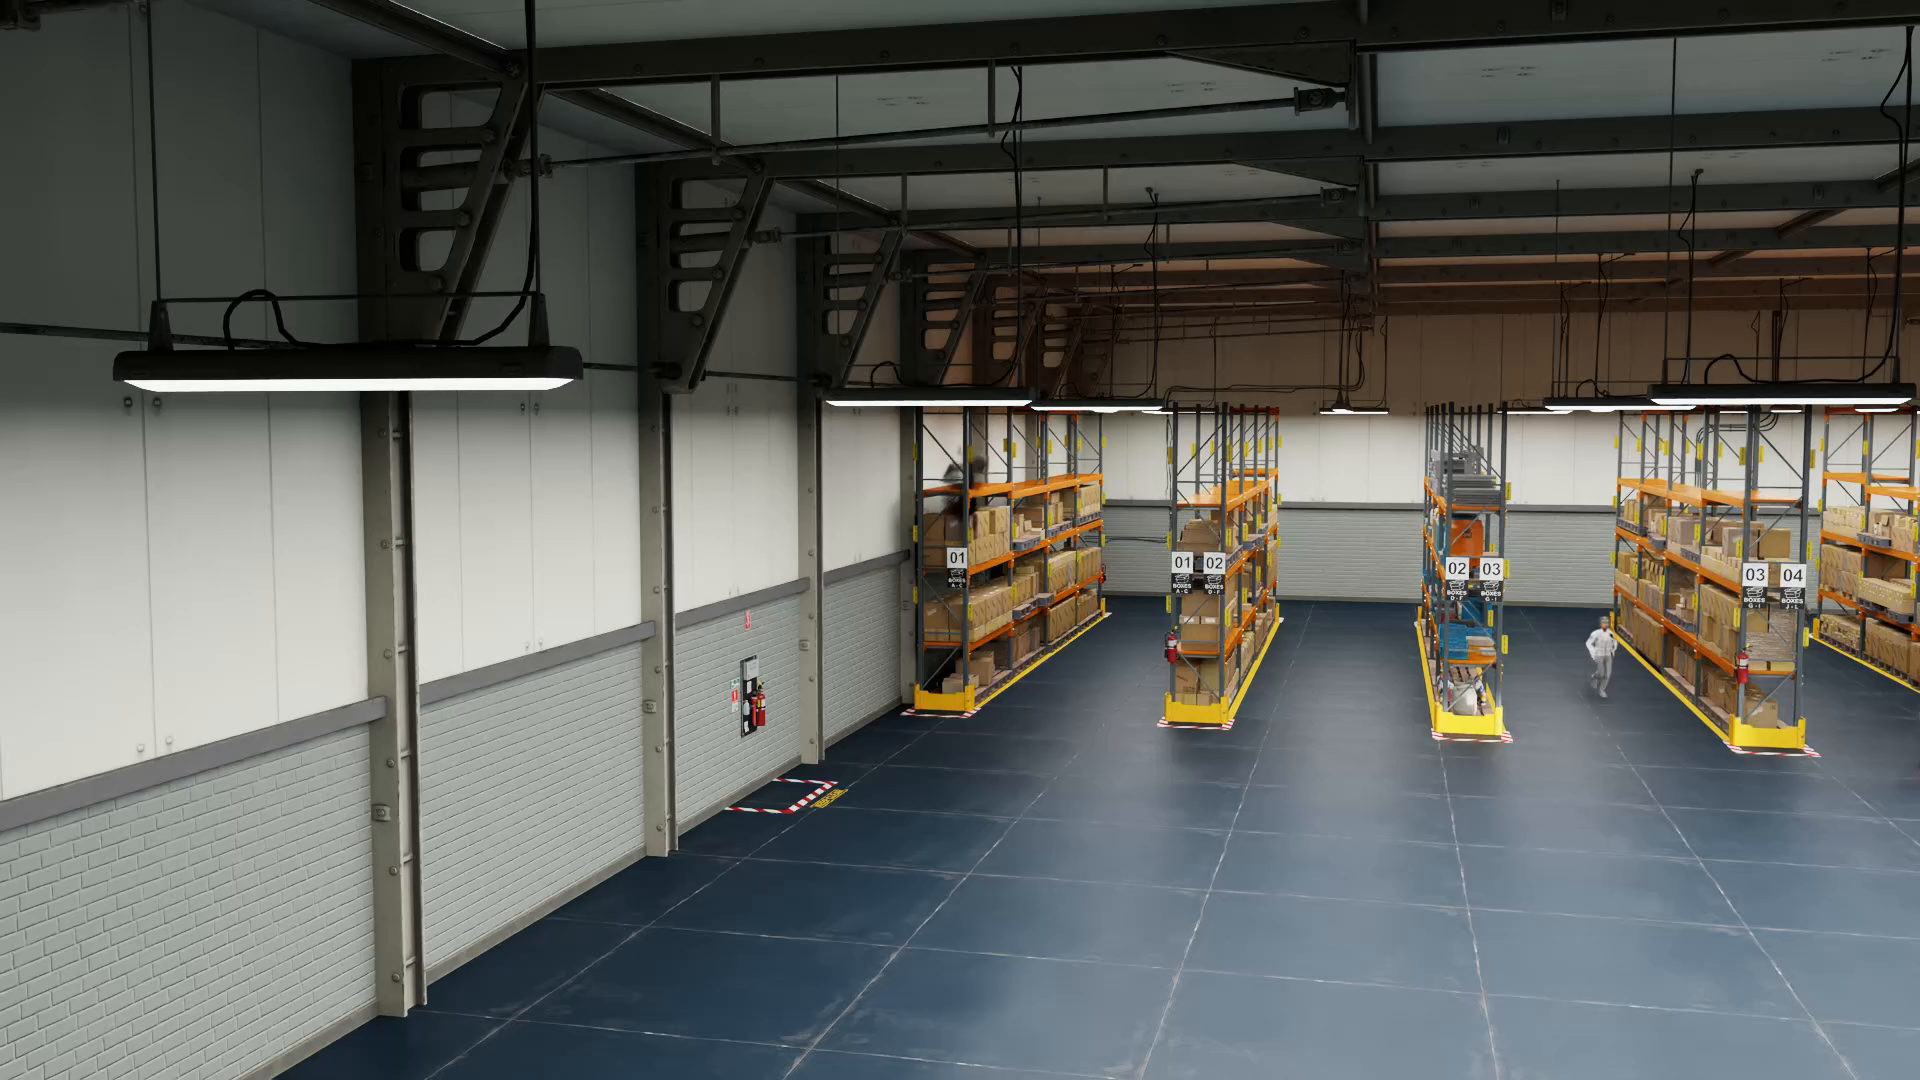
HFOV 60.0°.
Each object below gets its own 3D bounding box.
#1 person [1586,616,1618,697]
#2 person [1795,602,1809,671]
[{"bbox_3d":[13.209,2.385,34.156,0.616,1.660,0.554,0,4,1],"label":"person"},{"bbox_3d":[18.985,2.034,37.873,0.685,1.771,1.042,1,4,8],"label":"person"}]
